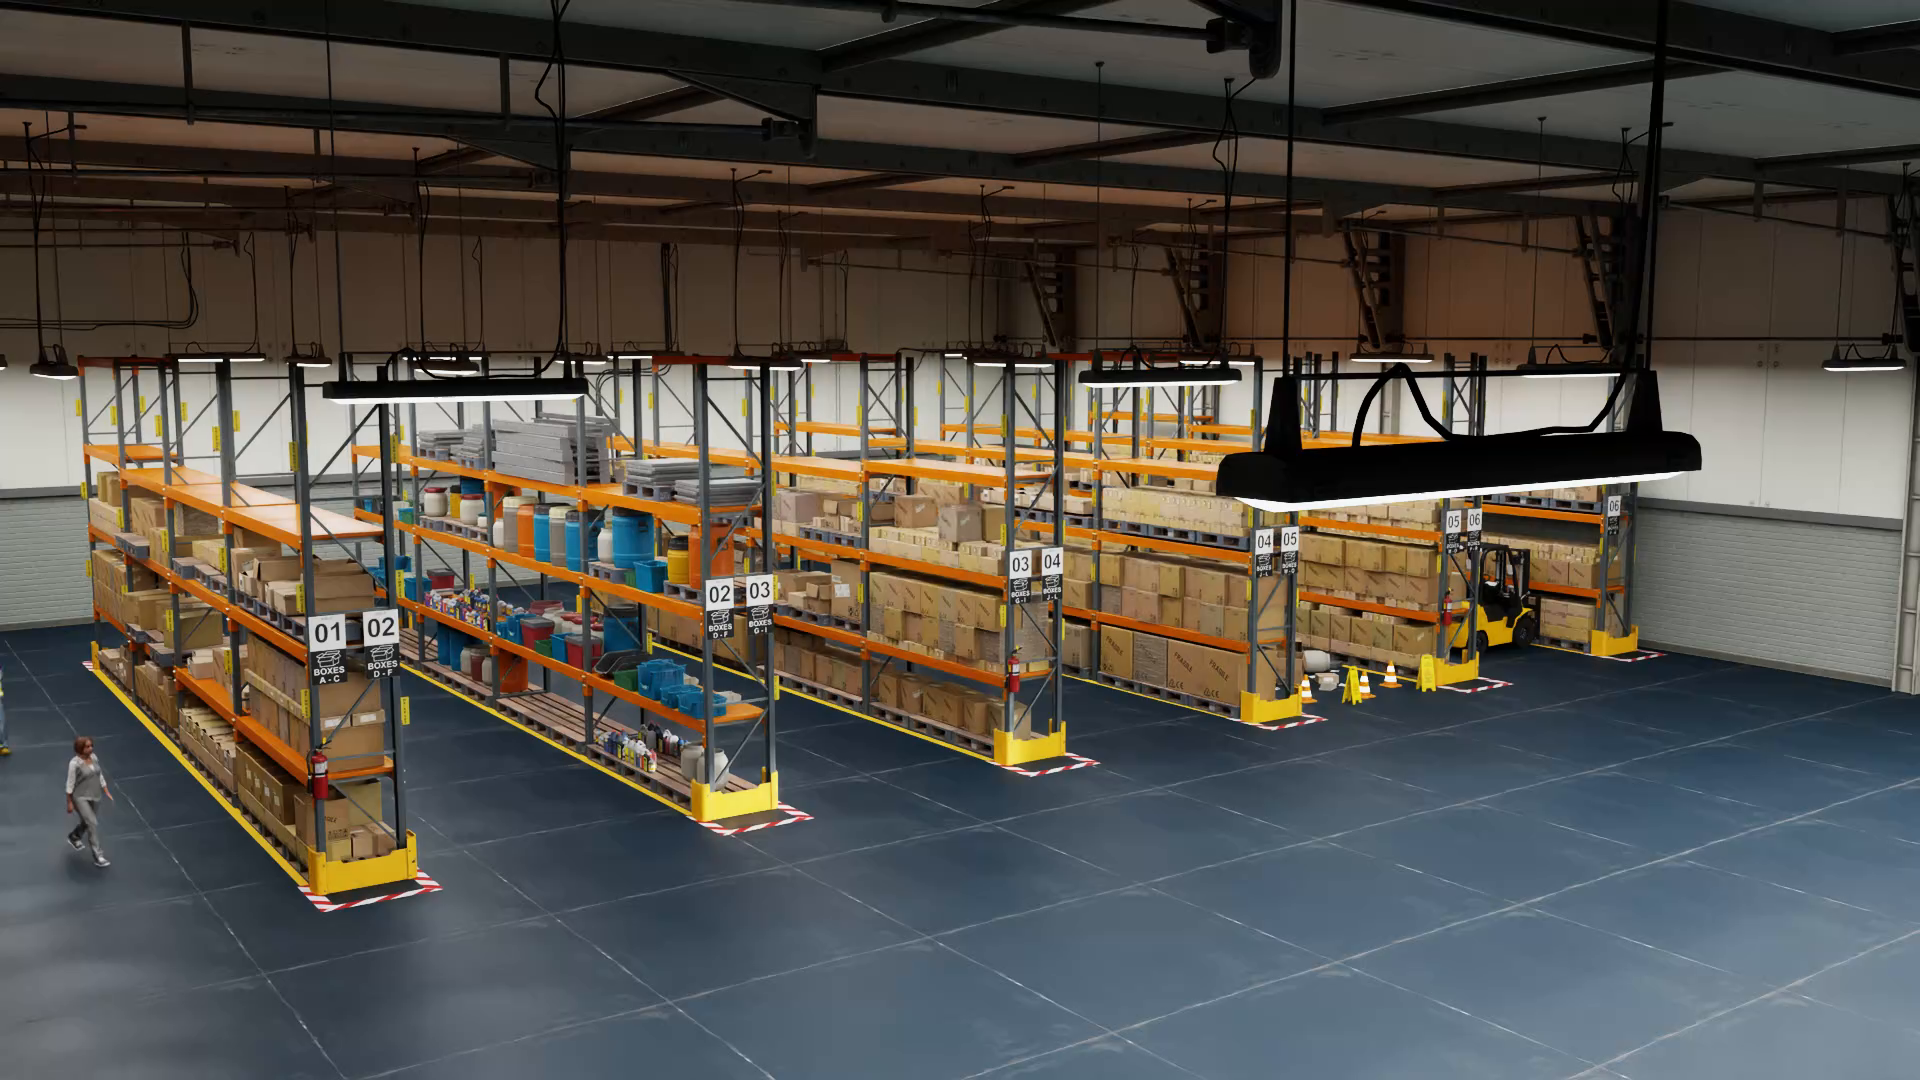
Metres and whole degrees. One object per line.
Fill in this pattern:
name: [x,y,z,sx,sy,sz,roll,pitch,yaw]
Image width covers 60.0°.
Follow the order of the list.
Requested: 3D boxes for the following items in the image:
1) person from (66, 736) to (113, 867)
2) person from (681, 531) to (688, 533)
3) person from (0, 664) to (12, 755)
person: [-10.574,3.118,20.100,0.980,1.533,0.469,4,8,29]
person: [-6.697,0.575,40.667,0.933,1.641,0.467,-6,9,-40]
person: [-14.829,2.399,25.314,0.530,1.728,1.036,-7,10,-44]
